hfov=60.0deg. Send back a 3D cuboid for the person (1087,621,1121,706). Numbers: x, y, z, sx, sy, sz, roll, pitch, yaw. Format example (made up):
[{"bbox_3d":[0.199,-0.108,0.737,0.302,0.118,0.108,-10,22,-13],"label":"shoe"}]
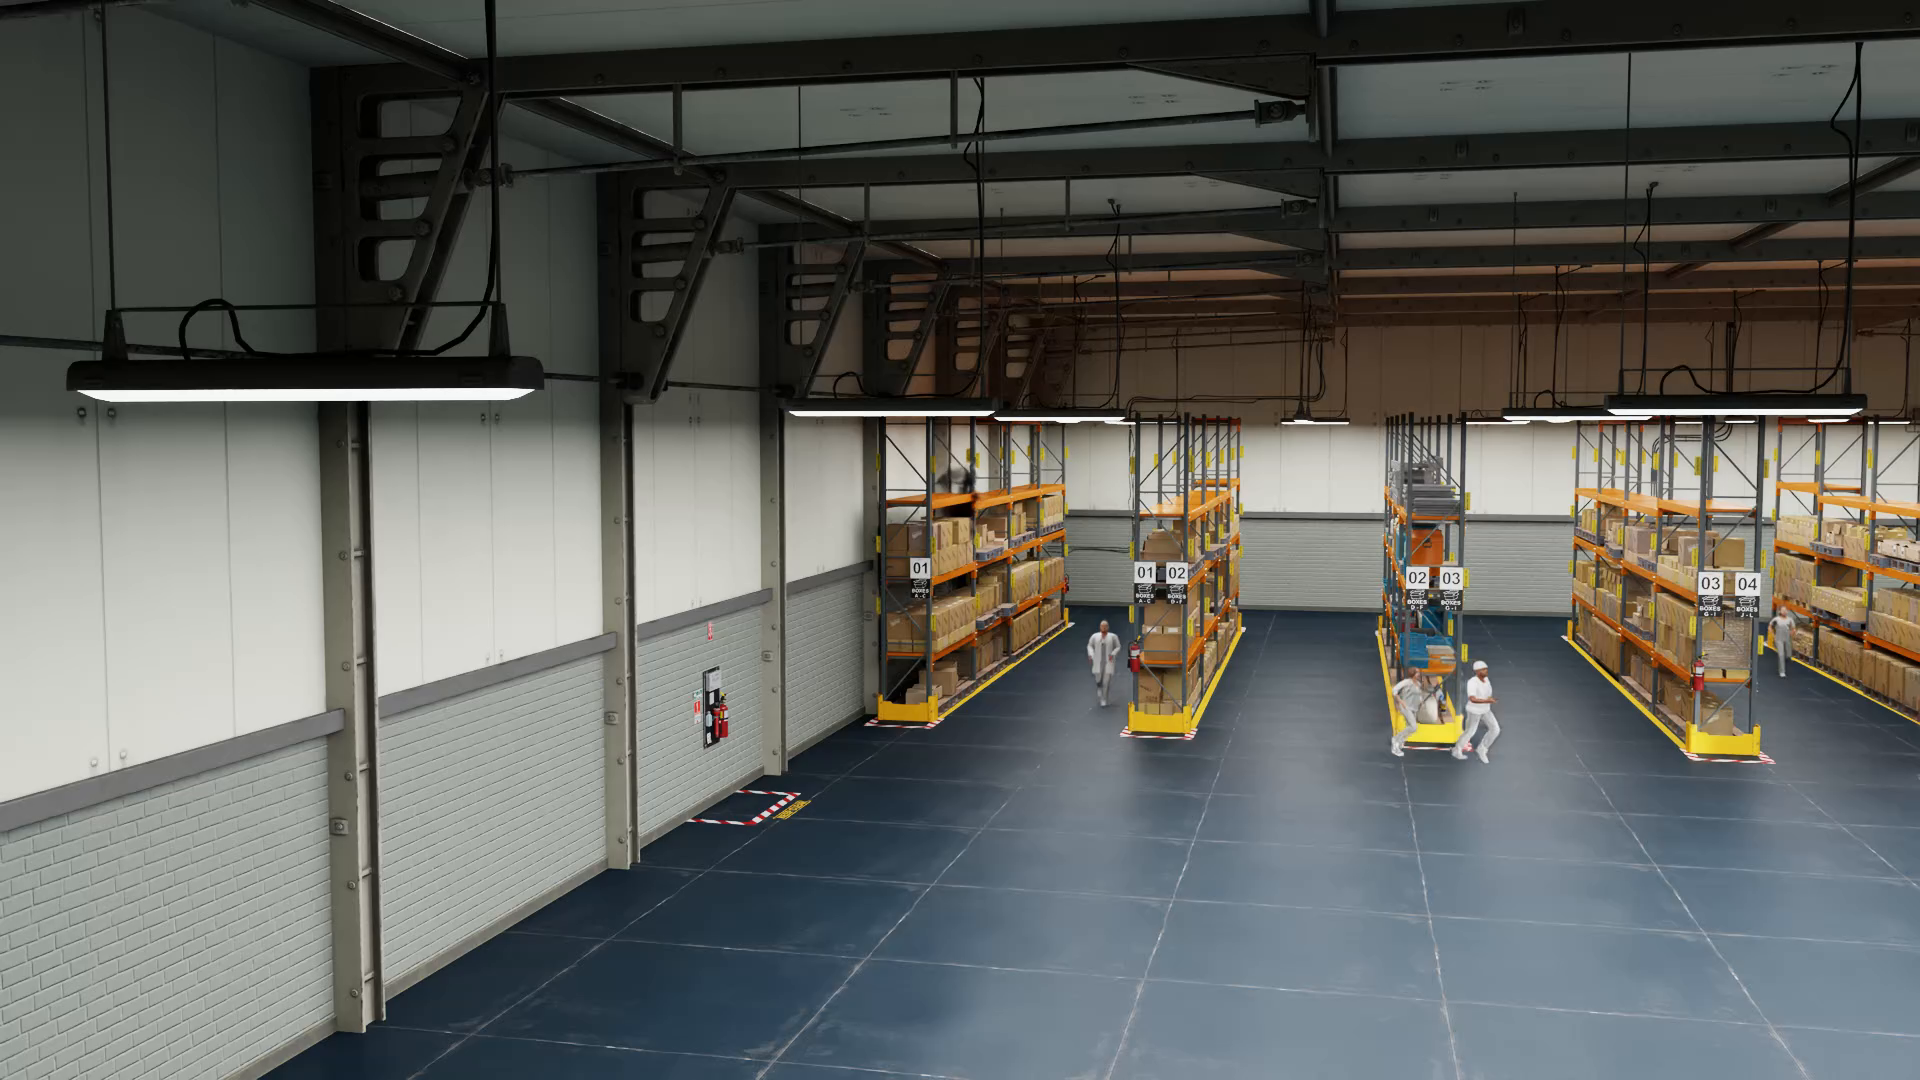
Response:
[{"bbox_3d":[2.969,2.539,34.401,0.692,1.737,0.640,1,4,9],"label":"person"}]

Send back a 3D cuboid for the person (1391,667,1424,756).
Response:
[{"bbox_3d":[7.868,2.987,29.068,0.569,1.544,0.516,-3,5,-40],"label":"person"}]

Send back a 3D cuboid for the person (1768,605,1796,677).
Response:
[{"bbox_3d":[18.933,2.315,38.305,0.571,1.628,0.752,1,4,15],"label":"person"}]

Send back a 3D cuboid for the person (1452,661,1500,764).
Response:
[{"bbox_3d":[8.838,2.927,28.296,0.717,1.767,0.862,-3,5,-38],"label":"person"}]
